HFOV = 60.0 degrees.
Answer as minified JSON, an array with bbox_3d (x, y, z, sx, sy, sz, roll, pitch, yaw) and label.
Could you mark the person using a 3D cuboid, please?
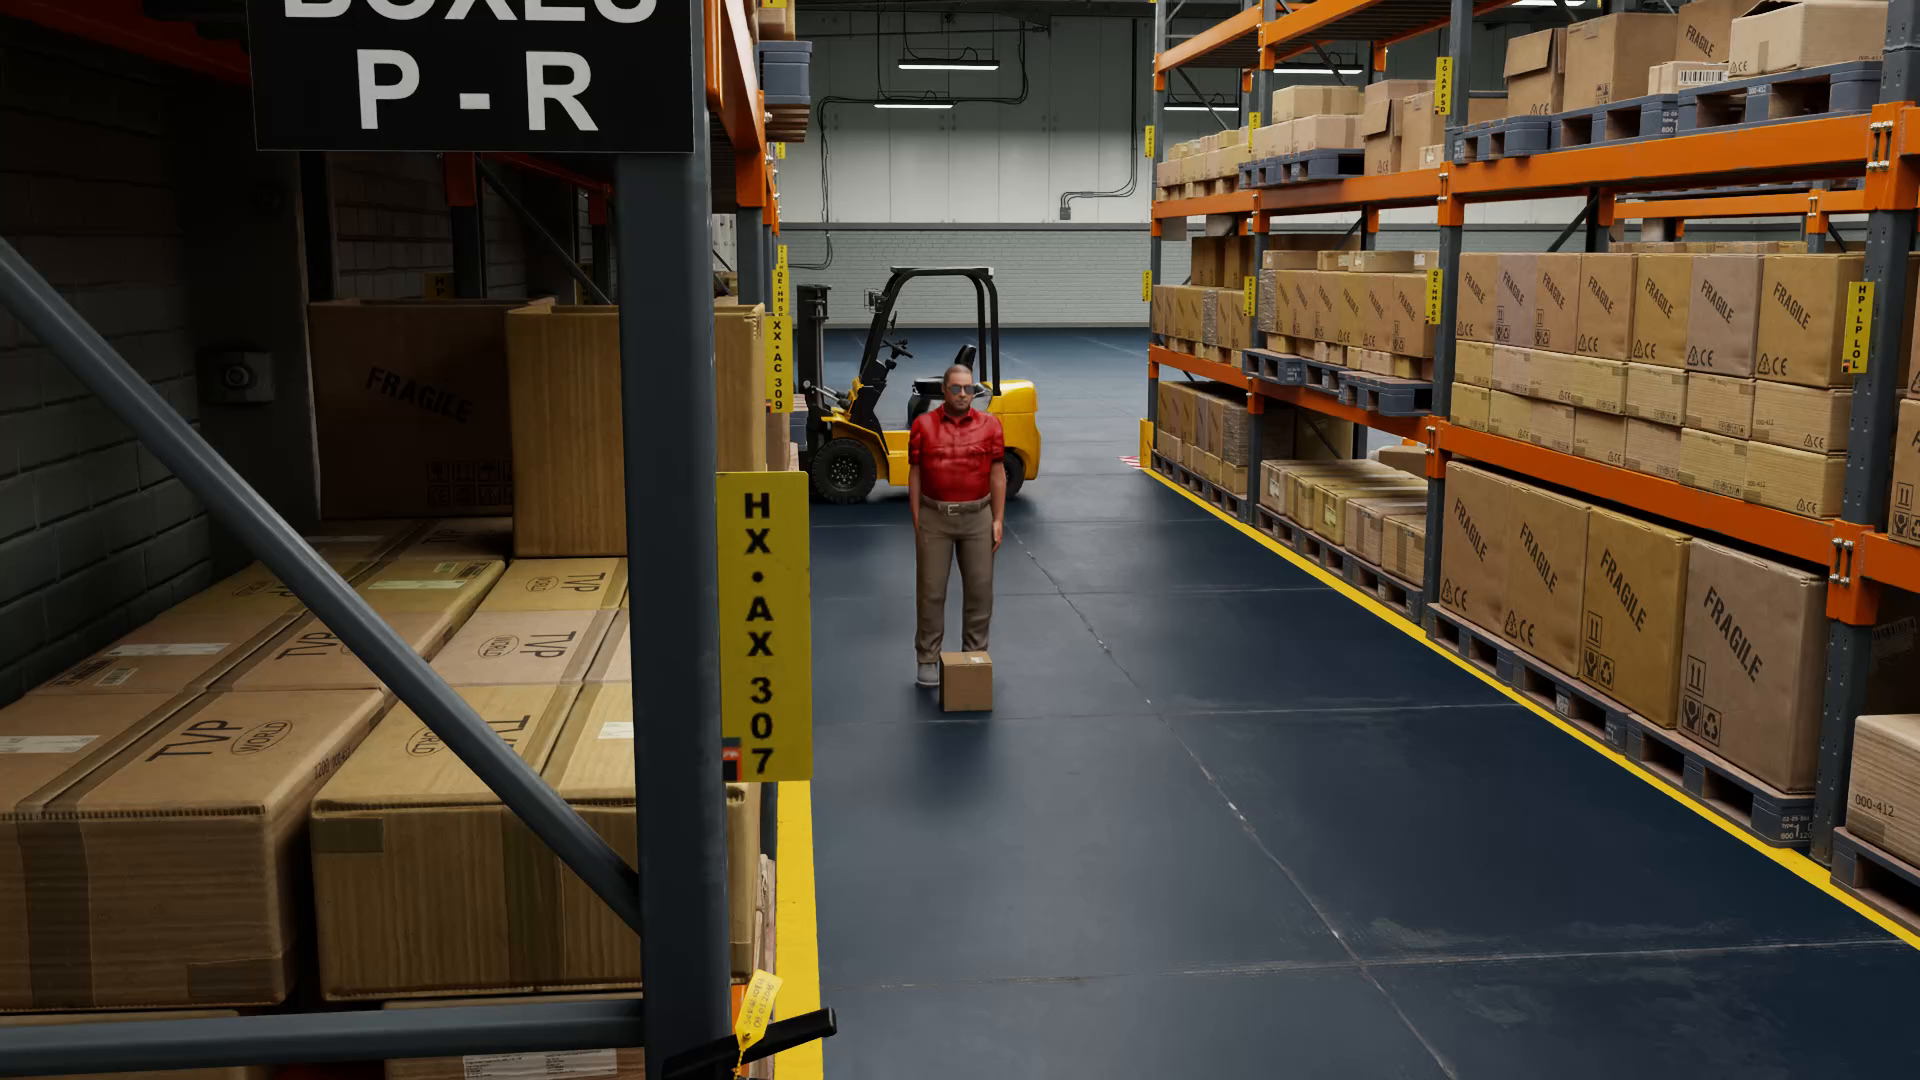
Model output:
[{"bbox_3d":[-0.010,-0.078,8.926,0.527,1.723,0.360,-1,10,-5],"label":"person"}]
